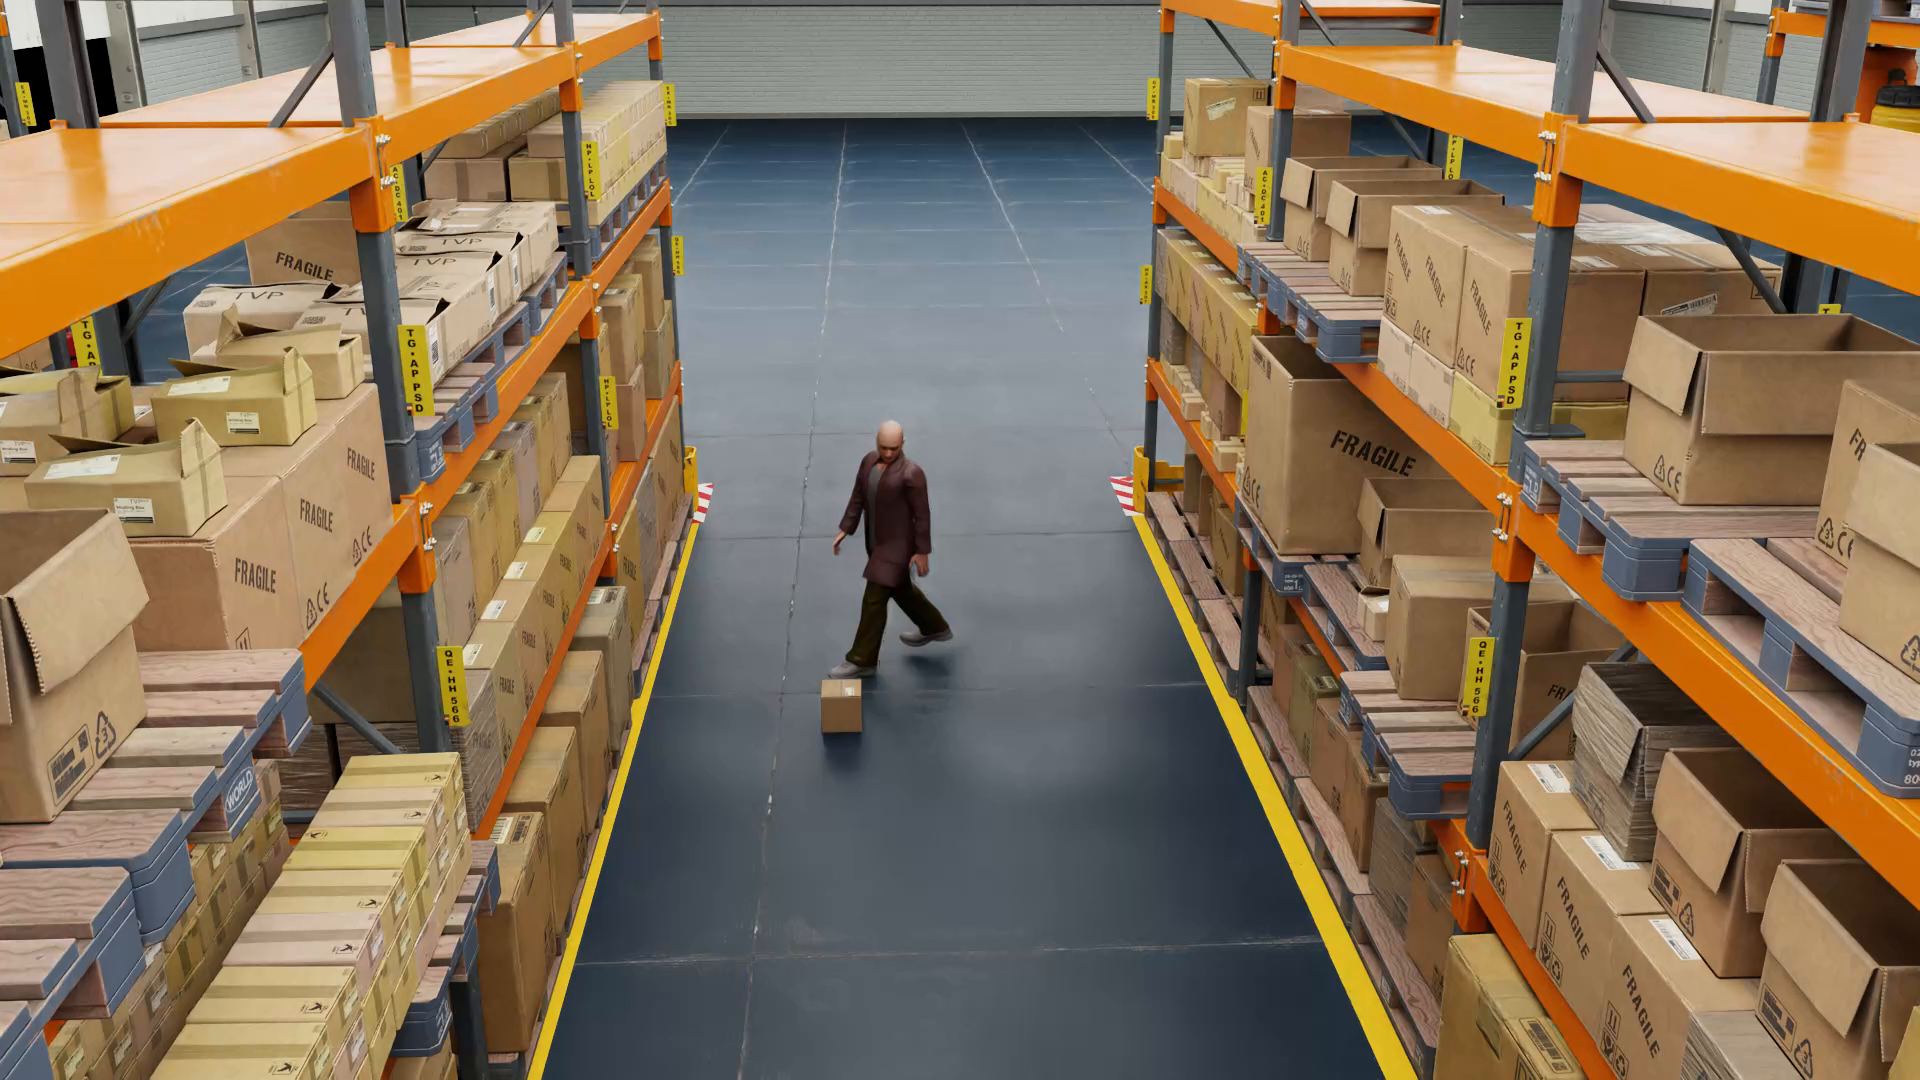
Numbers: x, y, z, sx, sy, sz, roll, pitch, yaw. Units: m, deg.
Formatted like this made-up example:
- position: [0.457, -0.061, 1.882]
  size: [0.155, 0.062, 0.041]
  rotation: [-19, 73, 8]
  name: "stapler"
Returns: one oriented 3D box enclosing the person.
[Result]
- position: [-0.491, 0.022, 11.052]
  size: [1.006, 1.738, 0.621]
  rotation: [-11, 23, -28]
  name: "person"
